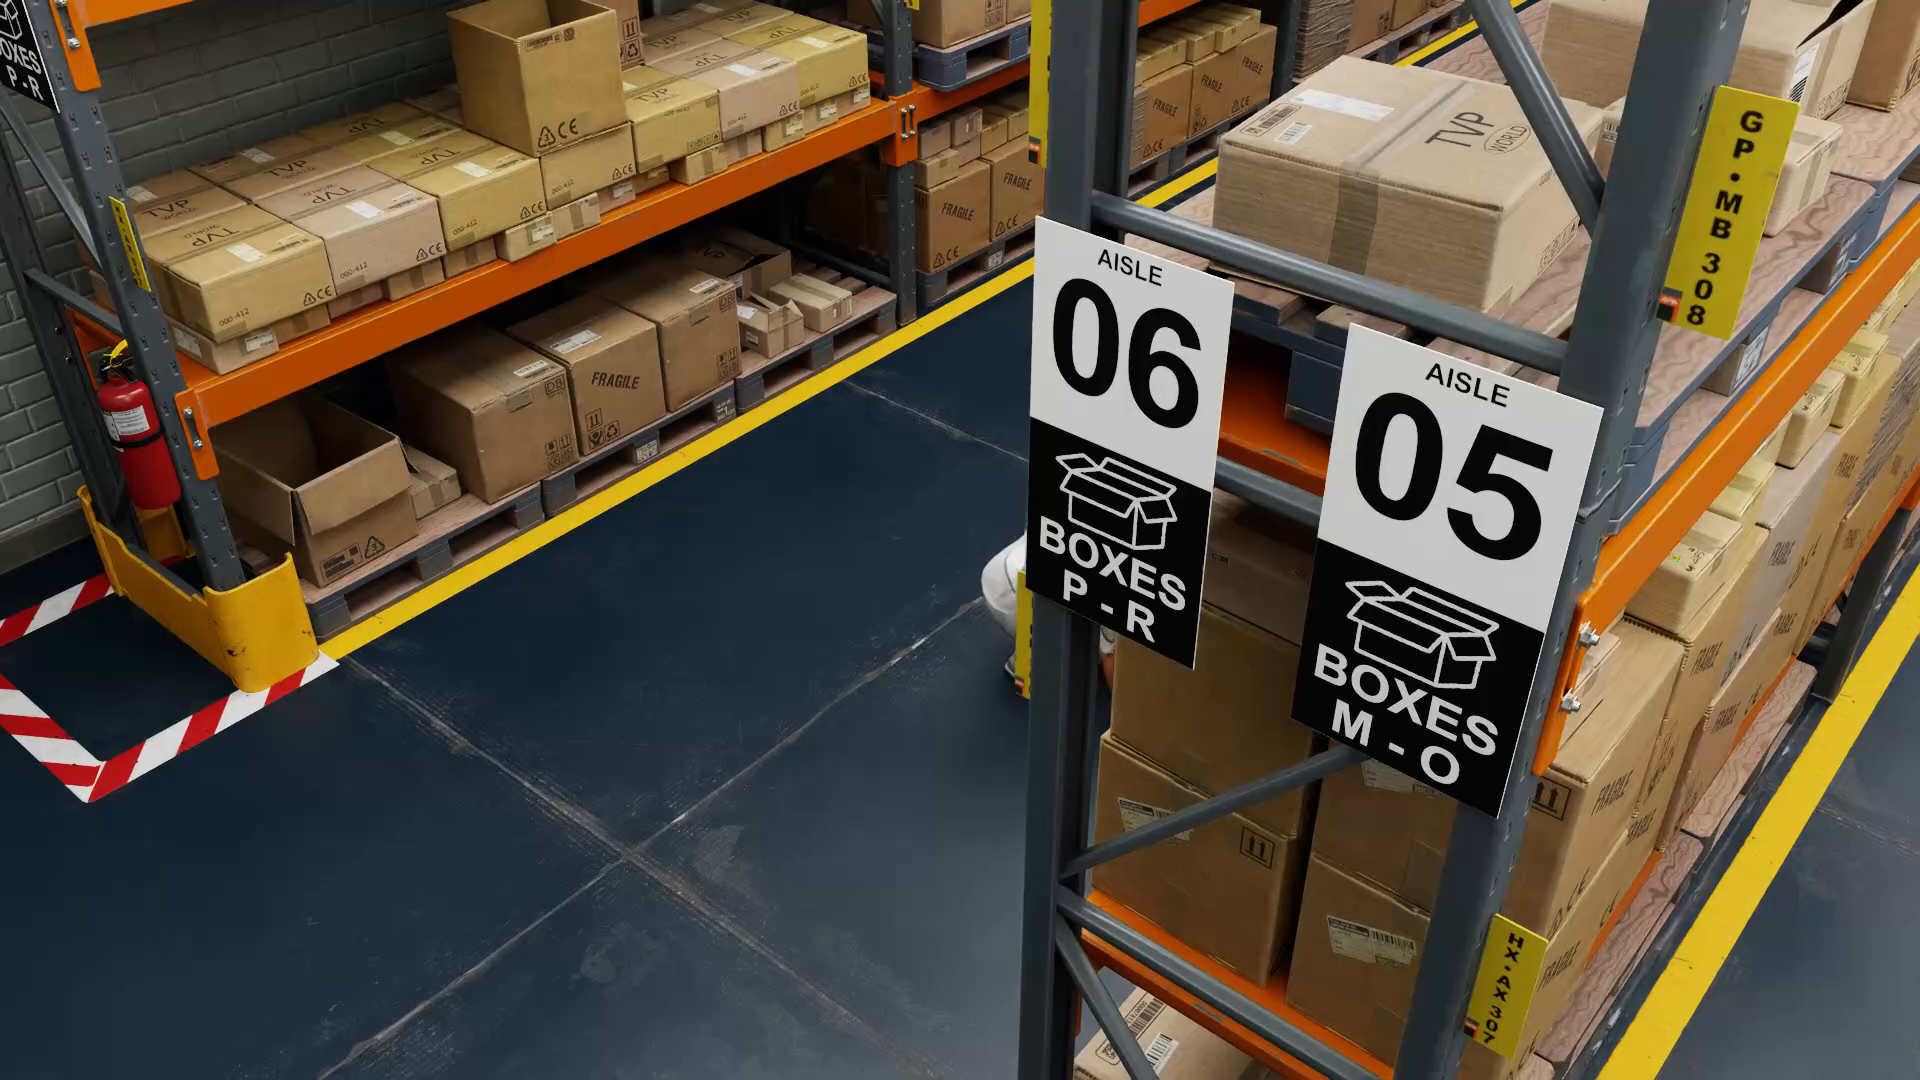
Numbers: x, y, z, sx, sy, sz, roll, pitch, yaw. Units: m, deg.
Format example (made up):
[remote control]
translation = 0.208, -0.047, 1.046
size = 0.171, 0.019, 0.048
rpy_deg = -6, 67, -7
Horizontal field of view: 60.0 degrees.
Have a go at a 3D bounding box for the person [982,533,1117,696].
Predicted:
[person]
translation = 0.516, 0.272, 6.561
size = 0.881, 0.807, 0.531
rpy_deg = 26, 43, 32
